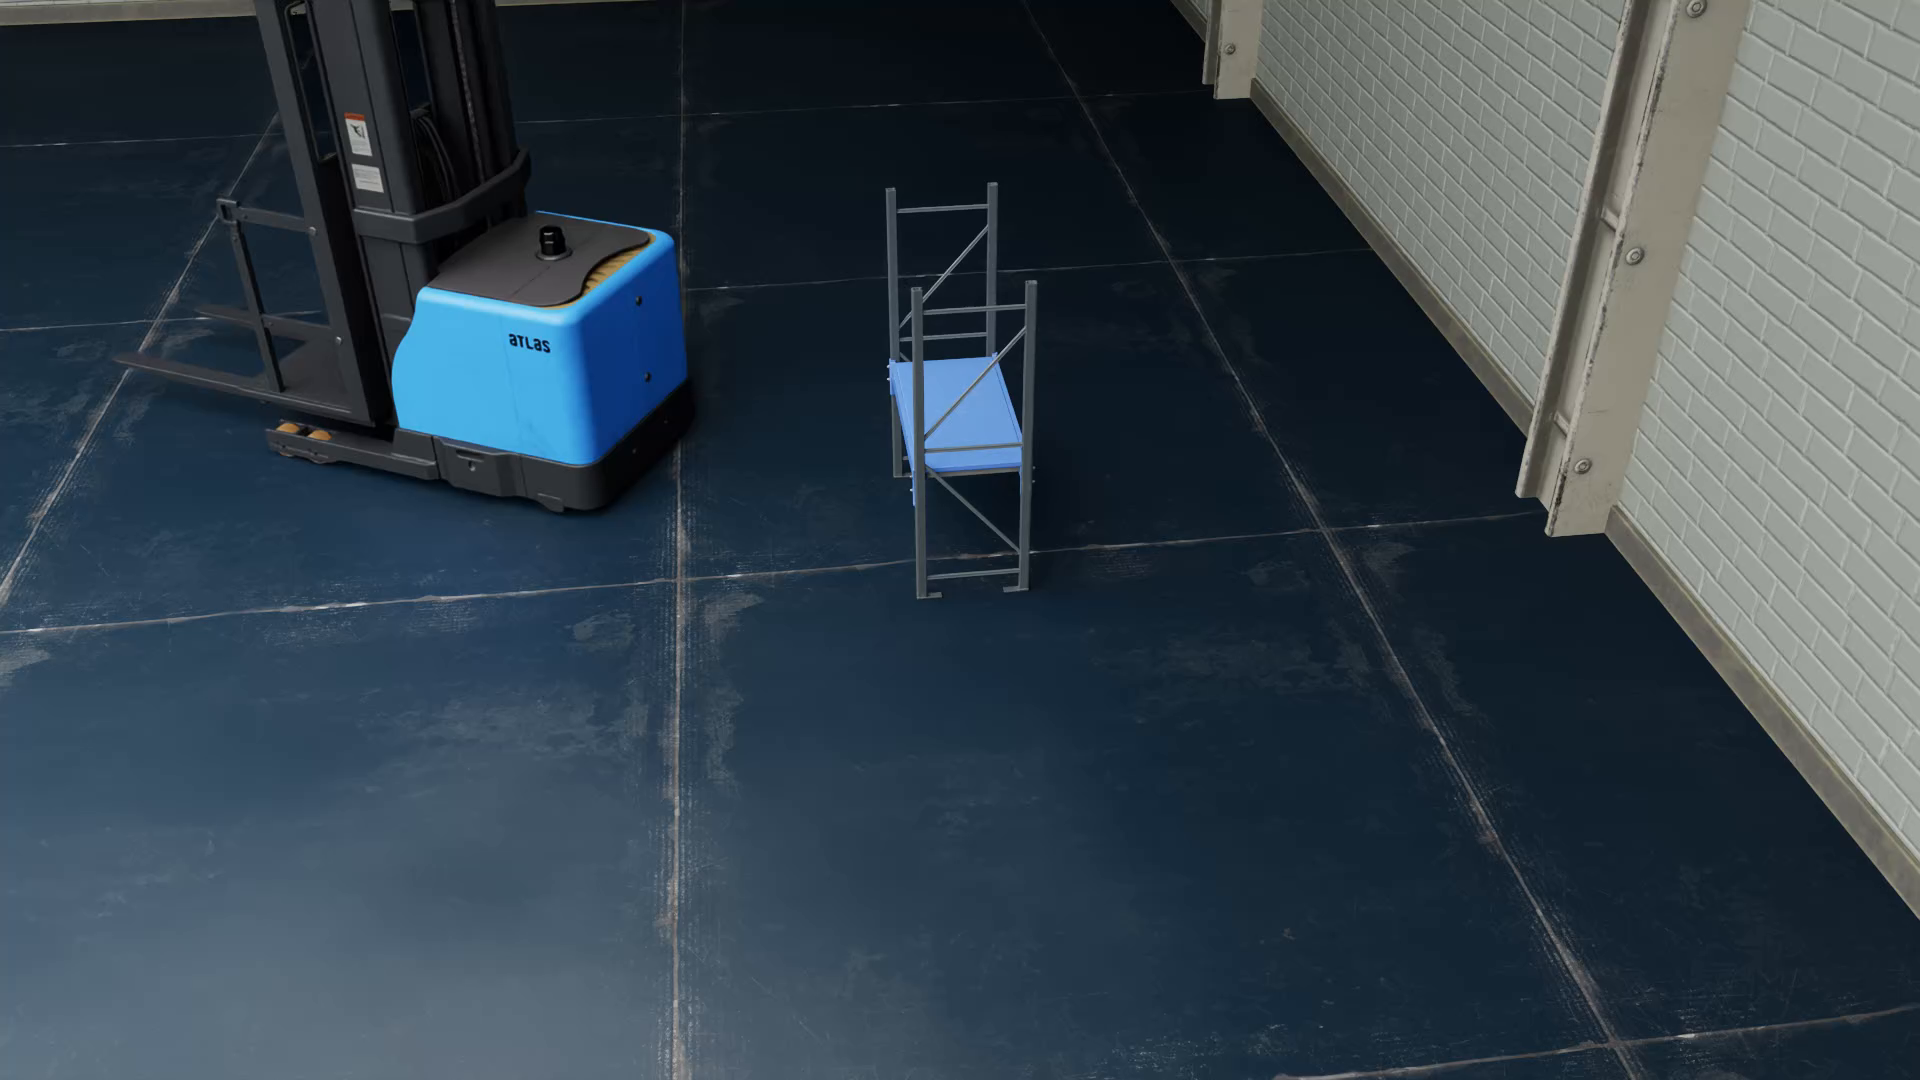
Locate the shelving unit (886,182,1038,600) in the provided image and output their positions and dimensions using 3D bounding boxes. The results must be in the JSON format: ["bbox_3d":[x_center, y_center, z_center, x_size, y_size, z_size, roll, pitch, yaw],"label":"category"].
[{"bbox_3d":[-0.011,-0.667,7.397,0.538,1.500,1.048,-4,35,-6],"label":"shelving unit"}]

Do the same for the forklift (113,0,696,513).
[{"bbox_3d":[-2.933,-1.854,7.868,3.031,2.935,1.130,12,36,17],"label":"forklift"}]

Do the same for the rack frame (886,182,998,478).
[{"bbox_3d":[-0.080,-0.951,7.814,0.500,1.500,0.032,-4,35,-6],"label":"rack frame"}]

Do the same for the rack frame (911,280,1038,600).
[{"bbox_3d":[0.057,-0.384,6.981,0.500,1.500,0.032,-4,35,-6],"label":"rack frame"}]

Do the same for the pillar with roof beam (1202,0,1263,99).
[{"bbox_3d":[-2.194,-6.877,9.851,9.100,9.000,0.400,-4,35,-6],"label":"pillar with roof beam"}]

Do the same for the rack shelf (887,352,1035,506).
[{"bbox_3d":[-0.011,-0.519,7.499,0.538,0.185,1.000,-4,35,-6],"label":"rack shelf"}]

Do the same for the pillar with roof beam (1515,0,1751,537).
[{"bbox_3d":[-1.387,-3.529,4.938,9.100,9.000,0.400,-4,35,-6],"label":"pillar with roof beam"}]
